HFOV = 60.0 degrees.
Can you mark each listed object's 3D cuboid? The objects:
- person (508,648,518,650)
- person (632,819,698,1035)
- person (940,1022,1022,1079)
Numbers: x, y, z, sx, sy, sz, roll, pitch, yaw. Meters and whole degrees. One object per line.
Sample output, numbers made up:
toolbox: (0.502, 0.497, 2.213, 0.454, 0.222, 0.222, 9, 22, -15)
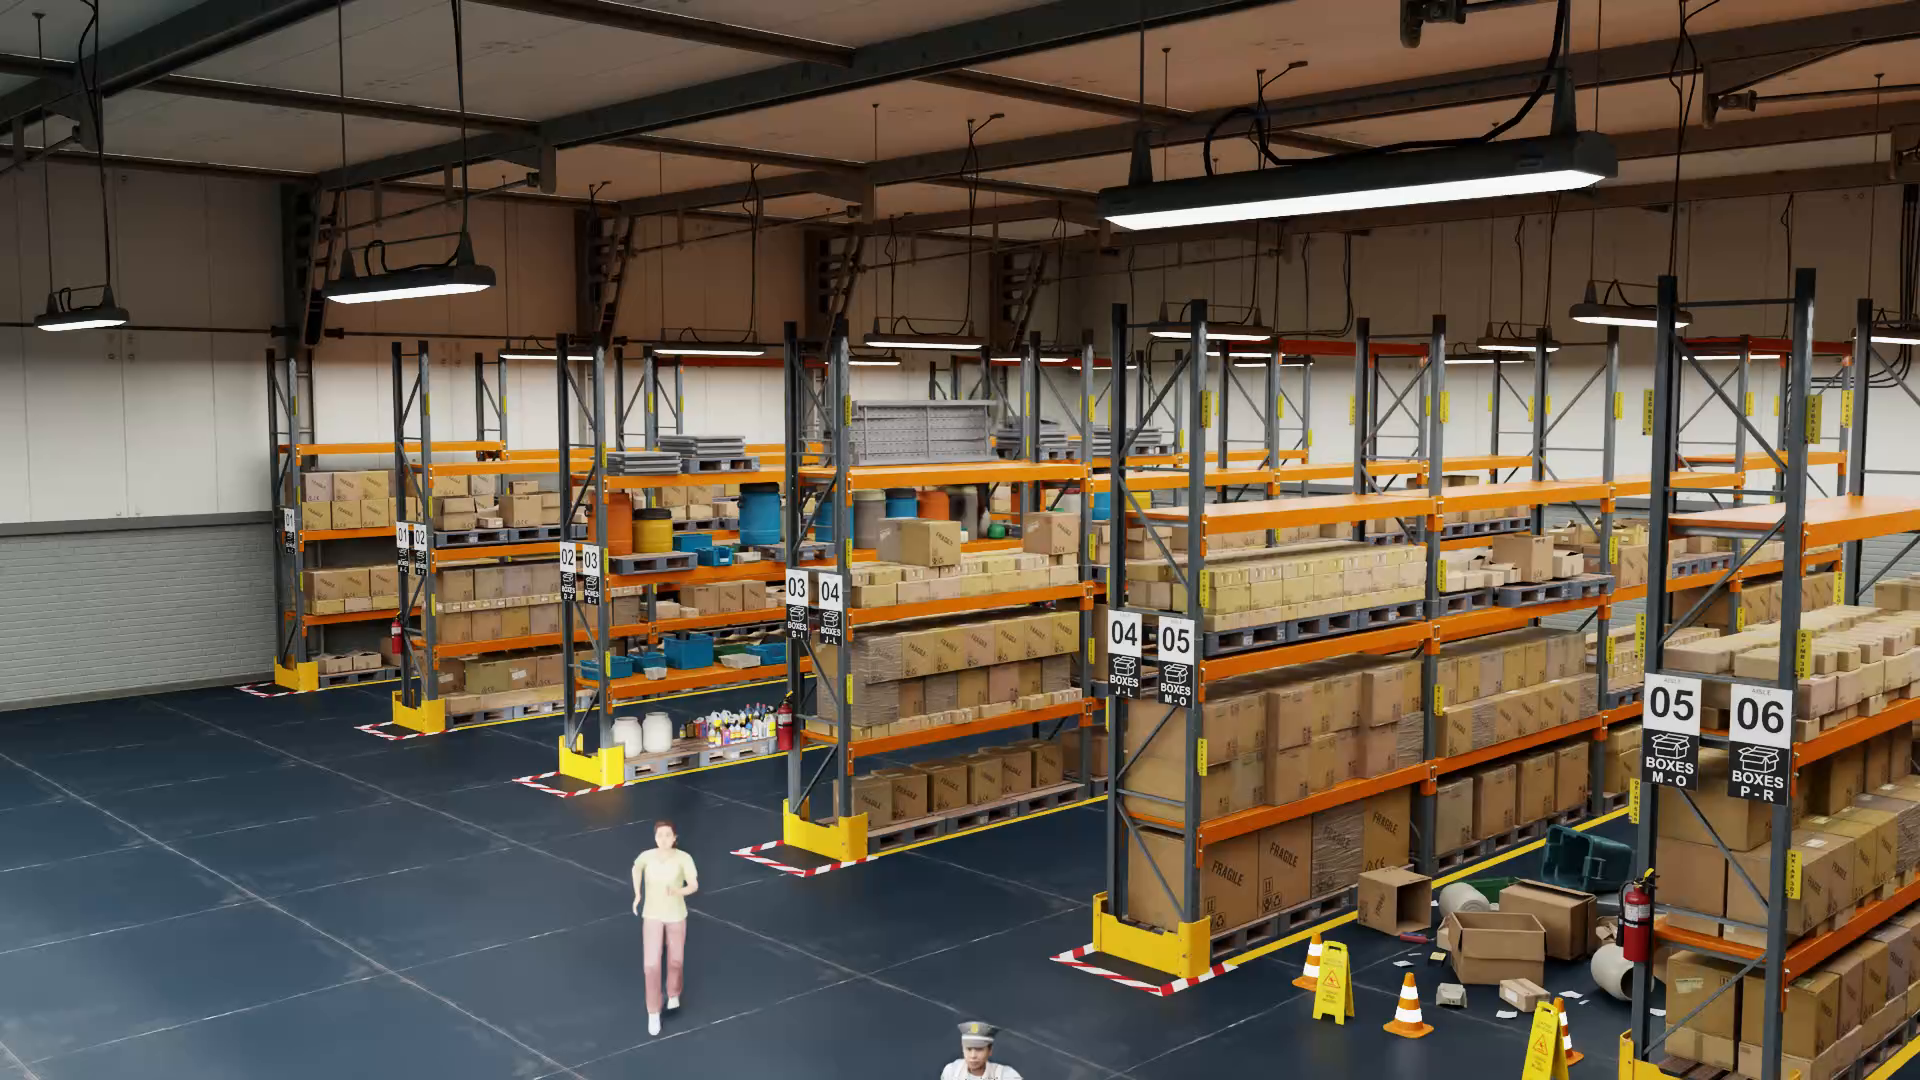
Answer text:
person: (-7.820, 1.786, 28.922, 0.637, 1.817, 0.711, 4, 7, 40)
person: (-2.428, 3.147, 13.706, 0.545, 1.721, 0.730, -1, 5, -8)
person: (0.144, 3.505, 9.388, 0.611, 1.732, 0.794, 0, 5, 6)
